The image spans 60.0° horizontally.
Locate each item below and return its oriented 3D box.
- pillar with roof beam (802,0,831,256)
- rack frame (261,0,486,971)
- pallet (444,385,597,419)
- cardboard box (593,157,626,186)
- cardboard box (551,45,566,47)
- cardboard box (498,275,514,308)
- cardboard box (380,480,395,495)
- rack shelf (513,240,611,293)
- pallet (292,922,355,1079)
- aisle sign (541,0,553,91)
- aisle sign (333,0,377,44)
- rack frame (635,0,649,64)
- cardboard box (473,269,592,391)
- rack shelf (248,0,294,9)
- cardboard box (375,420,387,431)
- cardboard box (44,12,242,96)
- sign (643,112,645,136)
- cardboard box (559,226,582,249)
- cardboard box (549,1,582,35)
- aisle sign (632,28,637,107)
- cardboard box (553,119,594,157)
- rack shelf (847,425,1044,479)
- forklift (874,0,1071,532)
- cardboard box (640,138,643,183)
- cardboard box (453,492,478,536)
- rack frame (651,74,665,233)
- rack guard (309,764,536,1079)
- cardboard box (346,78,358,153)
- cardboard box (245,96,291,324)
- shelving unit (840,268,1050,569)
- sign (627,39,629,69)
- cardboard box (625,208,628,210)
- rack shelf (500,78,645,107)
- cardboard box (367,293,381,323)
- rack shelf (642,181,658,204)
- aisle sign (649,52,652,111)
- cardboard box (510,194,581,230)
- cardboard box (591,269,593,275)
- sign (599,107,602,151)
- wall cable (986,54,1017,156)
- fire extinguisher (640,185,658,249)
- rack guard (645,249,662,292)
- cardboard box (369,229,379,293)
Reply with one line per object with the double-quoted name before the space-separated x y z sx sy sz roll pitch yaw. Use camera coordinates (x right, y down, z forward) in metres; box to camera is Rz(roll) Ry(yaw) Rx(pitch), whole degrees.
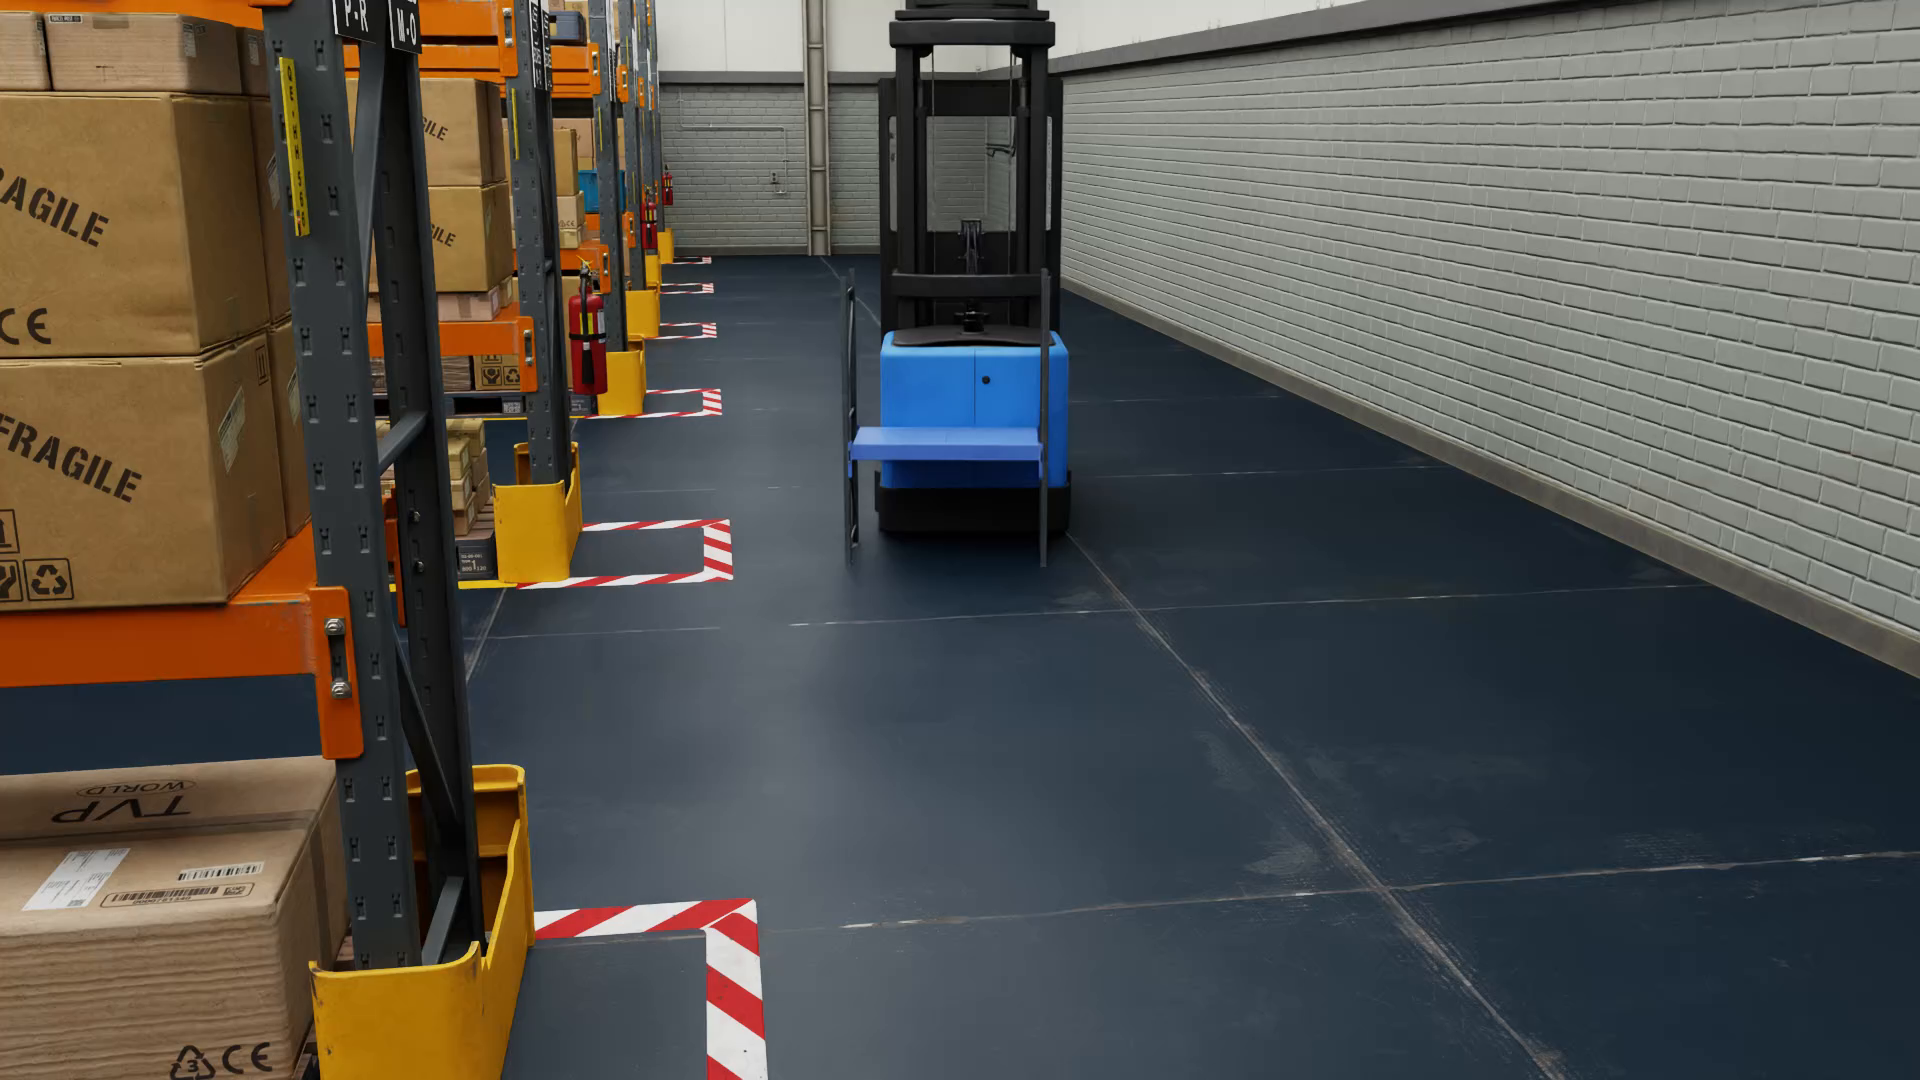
"pillar with roof beam" -1.832 -8.334 23.955 0.400 9.000 9.100 -2 14 -8
"rack frame" -1.324 -0.196 3.836 0.127 3.000 1.000 -2 14 -8
"pallet" -3.579 -1.179 13.490 1.213 0.211 1.003 -2 14 -8
"cardboard box" -4.675 -4.929 22.506 0.500 0.500 0.500 -2 14 -7
"cardboard box" -5.237 -6.489 22.045 0.500 0.250 0.500 -2 14 -8
"cardboard box" -2.530 -1.328 8.868 0.250 0.149 0.380 -2 14 -9
"cardboard box" -2.907 -0.264 8.493 0.250 0.149 0.380 -2 14 -10
"rack shelf" -4.778 -2.158 13.140 4.000 0.370 1.077 -2 14 -8
"pallet" -2.103 1.205 3.985 1.213 0.211 1.003 -2 14 -8
"aisle sign" -2.134 -2.719 8.552 0.004 0.787 0.394 -2 14 -8
"aisle sign" -1.207 -1.385 3.233 0.004 0.787 0.394 -2 14 -8
"rack frame" -4.272 -7.872 22.114 0.127 3.000 1.000 -2 14 -8
"cardboard box" -3.421 -1.710 13.380 0.875 0.875 0.875 -2 14 -8
"rack shelf" -3.302 -1.229 3.270 4.000 0.370 1.077 -2 14 -8
"cardboard box" -3.253 -0.538 8.974 0.250 0.149 0.380 -2 14 -8
"cardboard box" -1.649 -0.983 3.380 0.250 0.149 0.380 -2 14 -8
"sign" -4.209 -5.543 22.129 0.005 0.325 0.100 -2 14 -8
"cardboard box" -3.103 -2.366 13.005 0.250 0.149 0.380 -2 14 -7
"cardboard box" -5.285 -6.931 22.264 0.500 0.500 0.700 -2 14 -8
"aisle sign" -3.423 -4.964 17.505 0.004 0.787 0.394 -2 14 -8
"cardboard box" -5.171 -5.395 22.308 0.500 0.500 0.500 -2 14 -7
"rack shelf" -0.069 -0.469 8.747 1.000 0.185 0.538 0 14 1
"forklift" 0.058 -1.768 10.245 1.130 2.935 3.031 0 14 -1
"cardboard box" -5.517 -6.279 27.474 0.700 0.700 0.980 -1 14 -6
"cardboard box" -2.651 -0.135 8.589 0.250 0.149 0.380 -2 14 -7
"rack frame" -5.014 -6.154 27.594 0.127 3.000 1.000 -2 14 -8
"rack guard" -1.300 1.016 4.144 0.348 0.500 1.175 -2 14 -8
"cardboard box" -3.078 -1.966 8.022 0.500 0.500 0.500 -3 14 -10
"cardboard box" -1.841 -0.780 3.906 0.500 0.500 0.500 -2 14 -10
"shelving unit" -0.069 -0.643 8.703 1.048 1.500 0.538 0 14 1
"sign" -3.440 -5.043 17.215 0.005 0.325 0.100 -2 14 -8
"cardboard box" -5.597 -5.463 27.781 0.250 0.149 0.380 -2 14 -8
"rack shelf" -6.250 -5.996 22.277 4.000 0.370 1.077 -2 14 -8
"cardboard box" -2.939 -1.169 8.231 0.250 0.149 0.380 -2 14 -9
"rack shelf" -6.992 -5.733 27.393 4.000 0.370 1.077 -2 14 -8
"aisle sign" -4.249 -6.297 22.819 0.004 0.787 0.394 -2 14 -8
"cardboard box" -3.240 -2.570 12.999 0.500 0.250 0.500 -2 14 -9
"cardboard box" -5.187 -3.730 22.848 0.250 0.166 0.380 -2 14 -8
"sign" -2.733 -3.125 12.649 0.005 0.325 0.100 -2 14 -8
"wall cable" 0.632 -7.677 27.717 0.112 2.526 3.097 -2 14 -8
"fire extinguisher" -3.321 -3.449 17.733 0.183 0.674 0.296 -2 14 -8
"rack guard" -4.347 -3.747 23.137 0.348 0.500 1.175 -2 14 -8
"cardboard box" -3.077 -1.480 8.140 0.500 0.500 0.500 -2 14 -9
